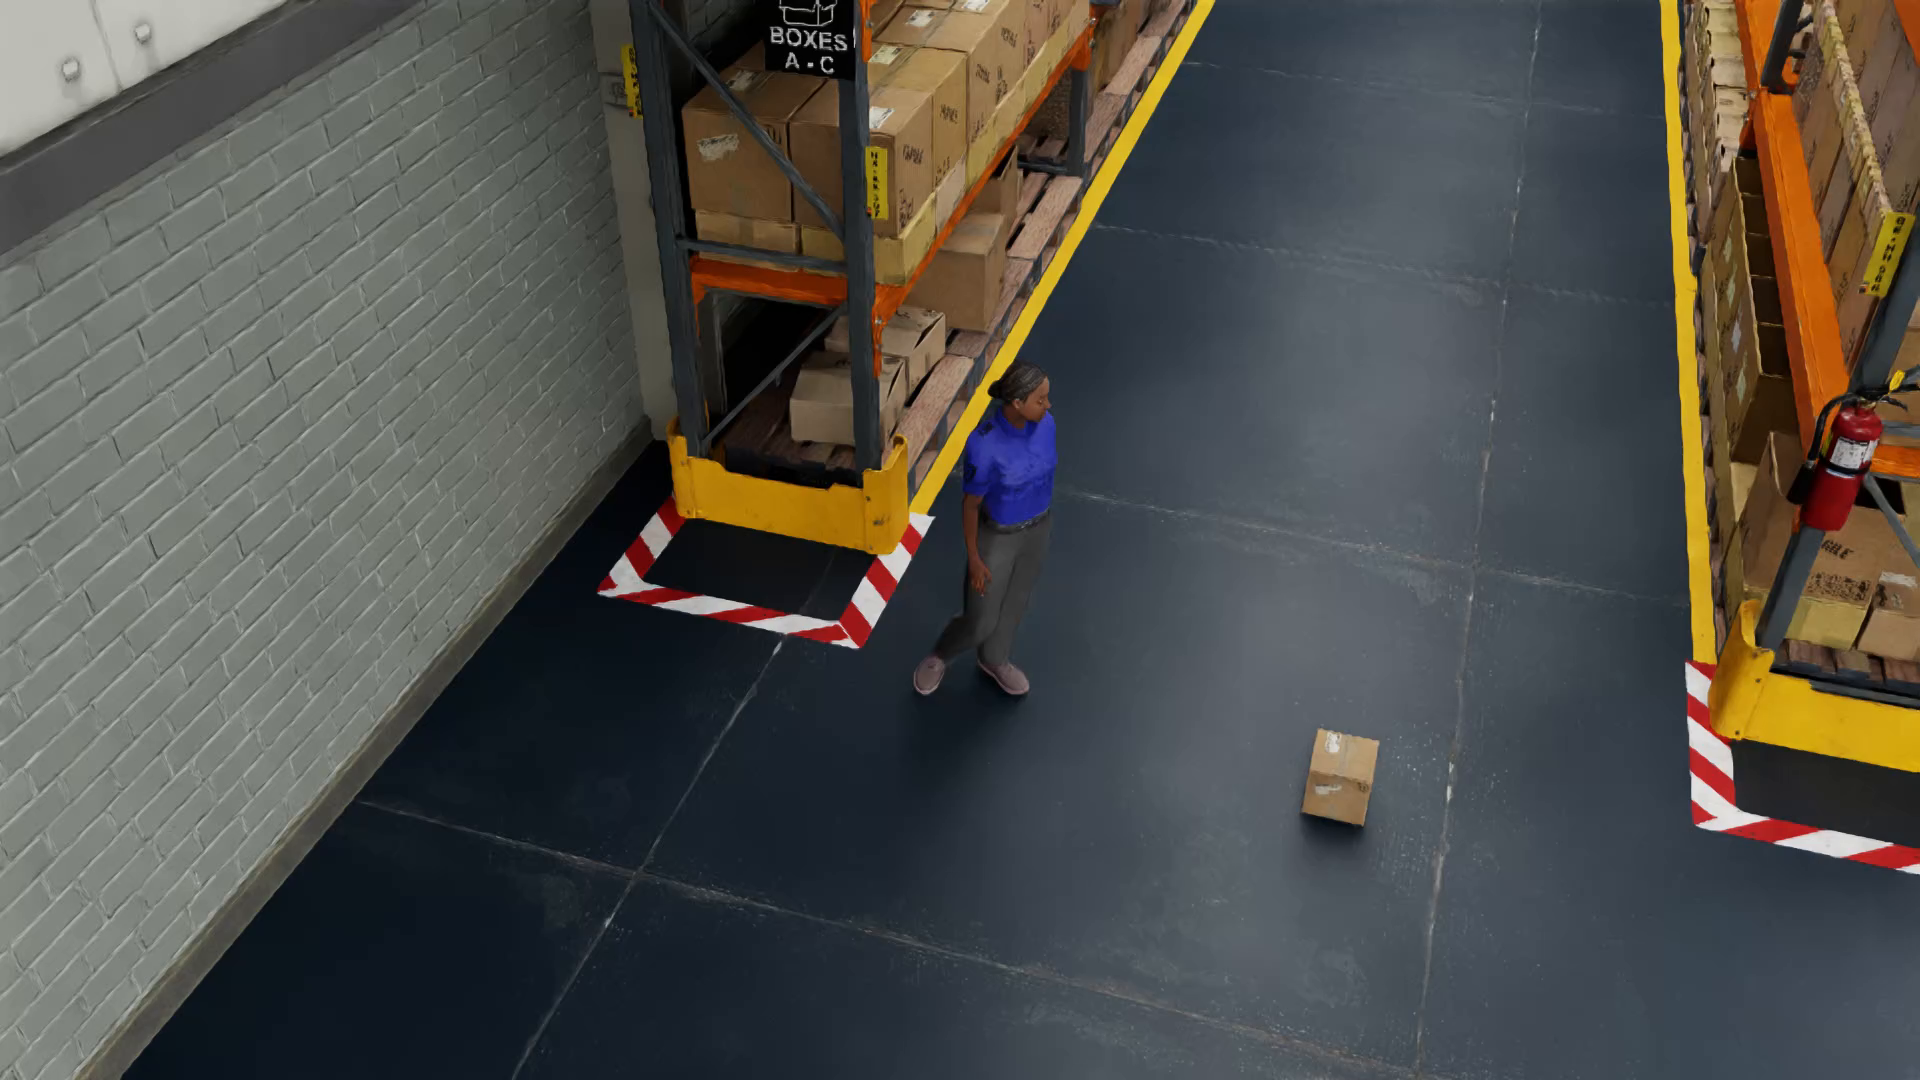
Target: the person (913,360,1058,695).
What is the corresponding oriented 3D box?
[{"bbox_3d":[0.118,-0.023,6.897,0.637,1.651,0.433,-24,43,-28],"label":"person"}]
